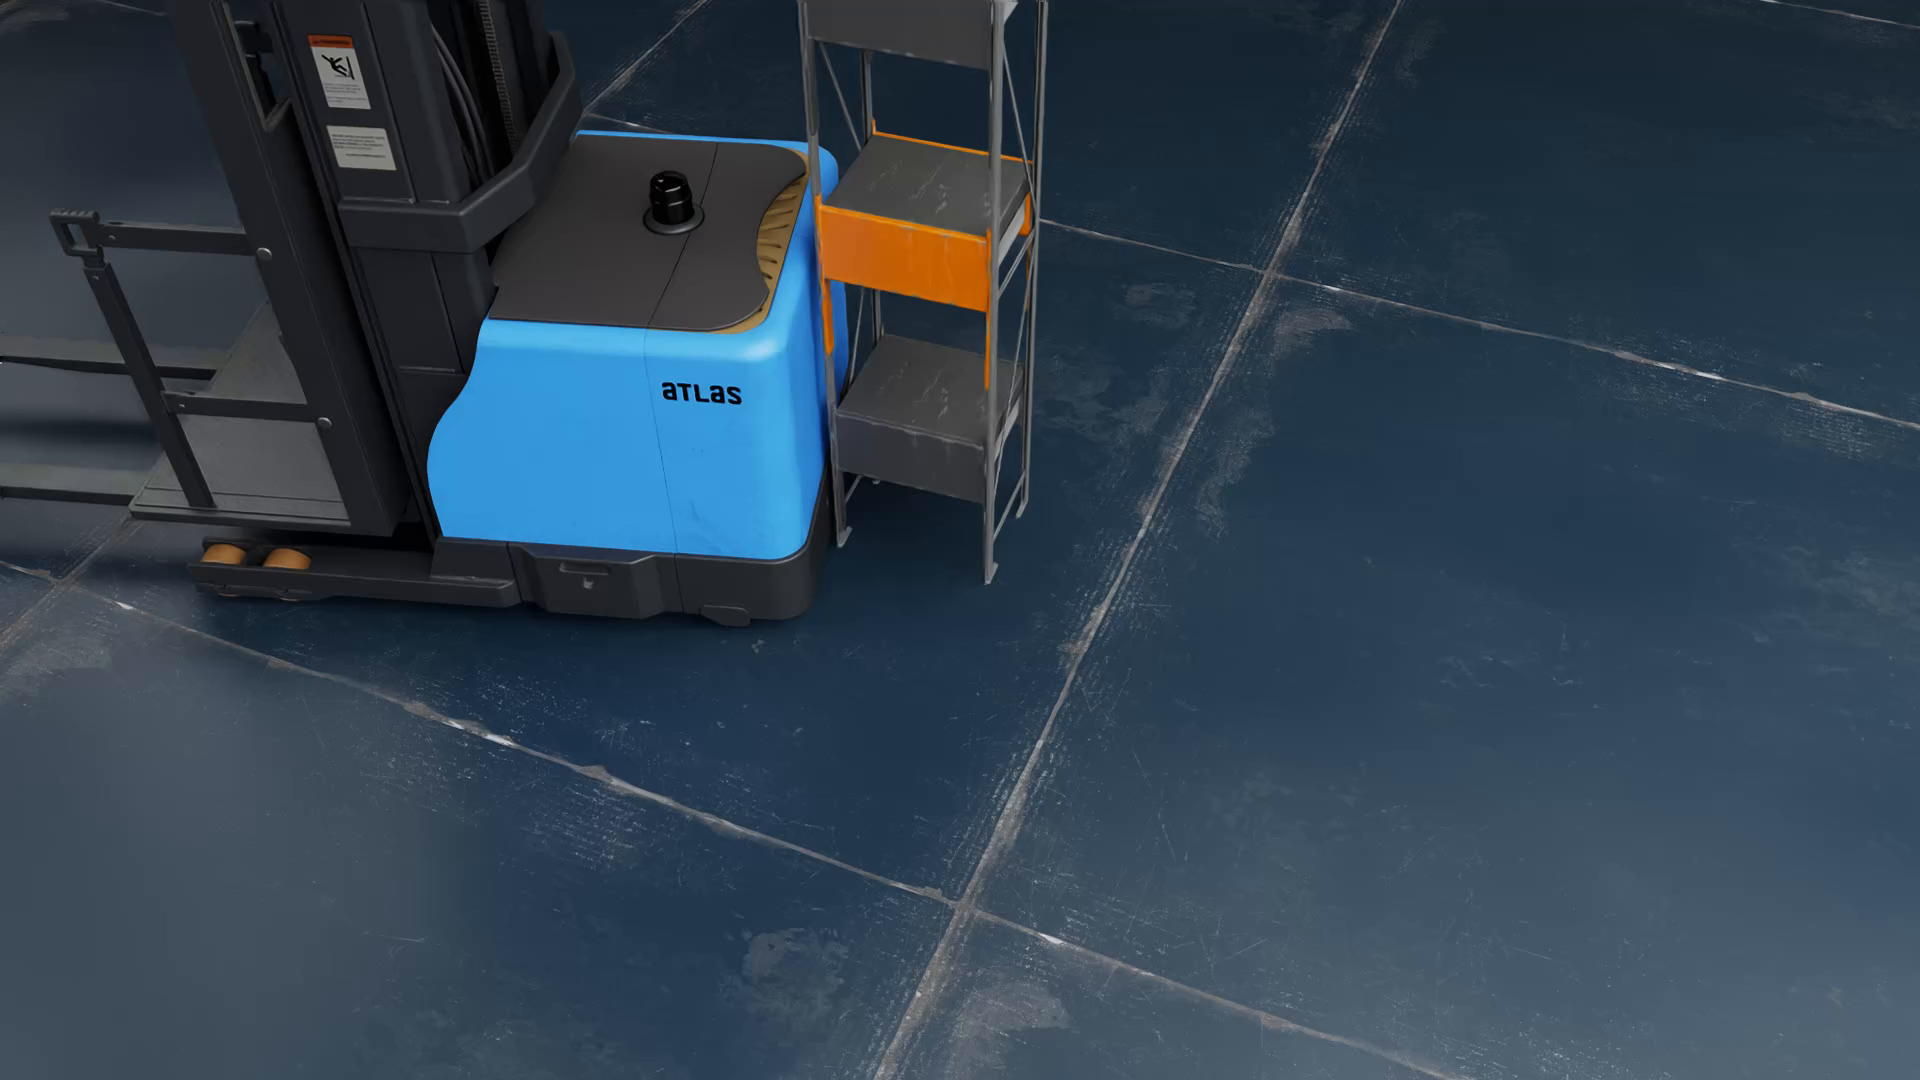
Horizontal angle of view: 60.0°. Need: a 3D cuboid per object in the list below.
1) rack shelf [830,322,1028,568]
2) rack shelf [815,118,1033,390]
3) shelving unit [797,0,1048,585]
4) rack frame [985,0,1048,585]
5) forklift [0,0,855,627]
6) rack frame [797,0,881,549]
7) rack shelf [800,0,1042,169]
[{"bbox_3d":[-0.082,-0.290,5.064,0.480,0.518,0.431,14,46,13],"label":"rack shelf"},{"bbox_3d":[-0.082,-0.786,4.571,0.480,0.518,0.431,14,46,13],"label":"rack shelf"},{"bbox_3d":[-0.082,-0.796,4.561,0.503,2.100,0.431,14,46,13],"label":"shelving unit"},{"bbox_3d":[0.148,-0.739,4.504,0.015,2.100,0.400,14,46,13],"label":"rack frame"},{"bbox_3d":[-1.897,-1.219,4.397,3.031,2.935,1.130,4,45,4],"label":"forklift"},{"bbox_3d":[-0.313,-0.852,4.618,0.015,2.100,0.400,14,46,13],"label":"rack frame"},{"bbox_3d":[-0.082,-1.282,4.077,0.480,0.518,0.431,14,46,13],"label":"rack shelf"}]
